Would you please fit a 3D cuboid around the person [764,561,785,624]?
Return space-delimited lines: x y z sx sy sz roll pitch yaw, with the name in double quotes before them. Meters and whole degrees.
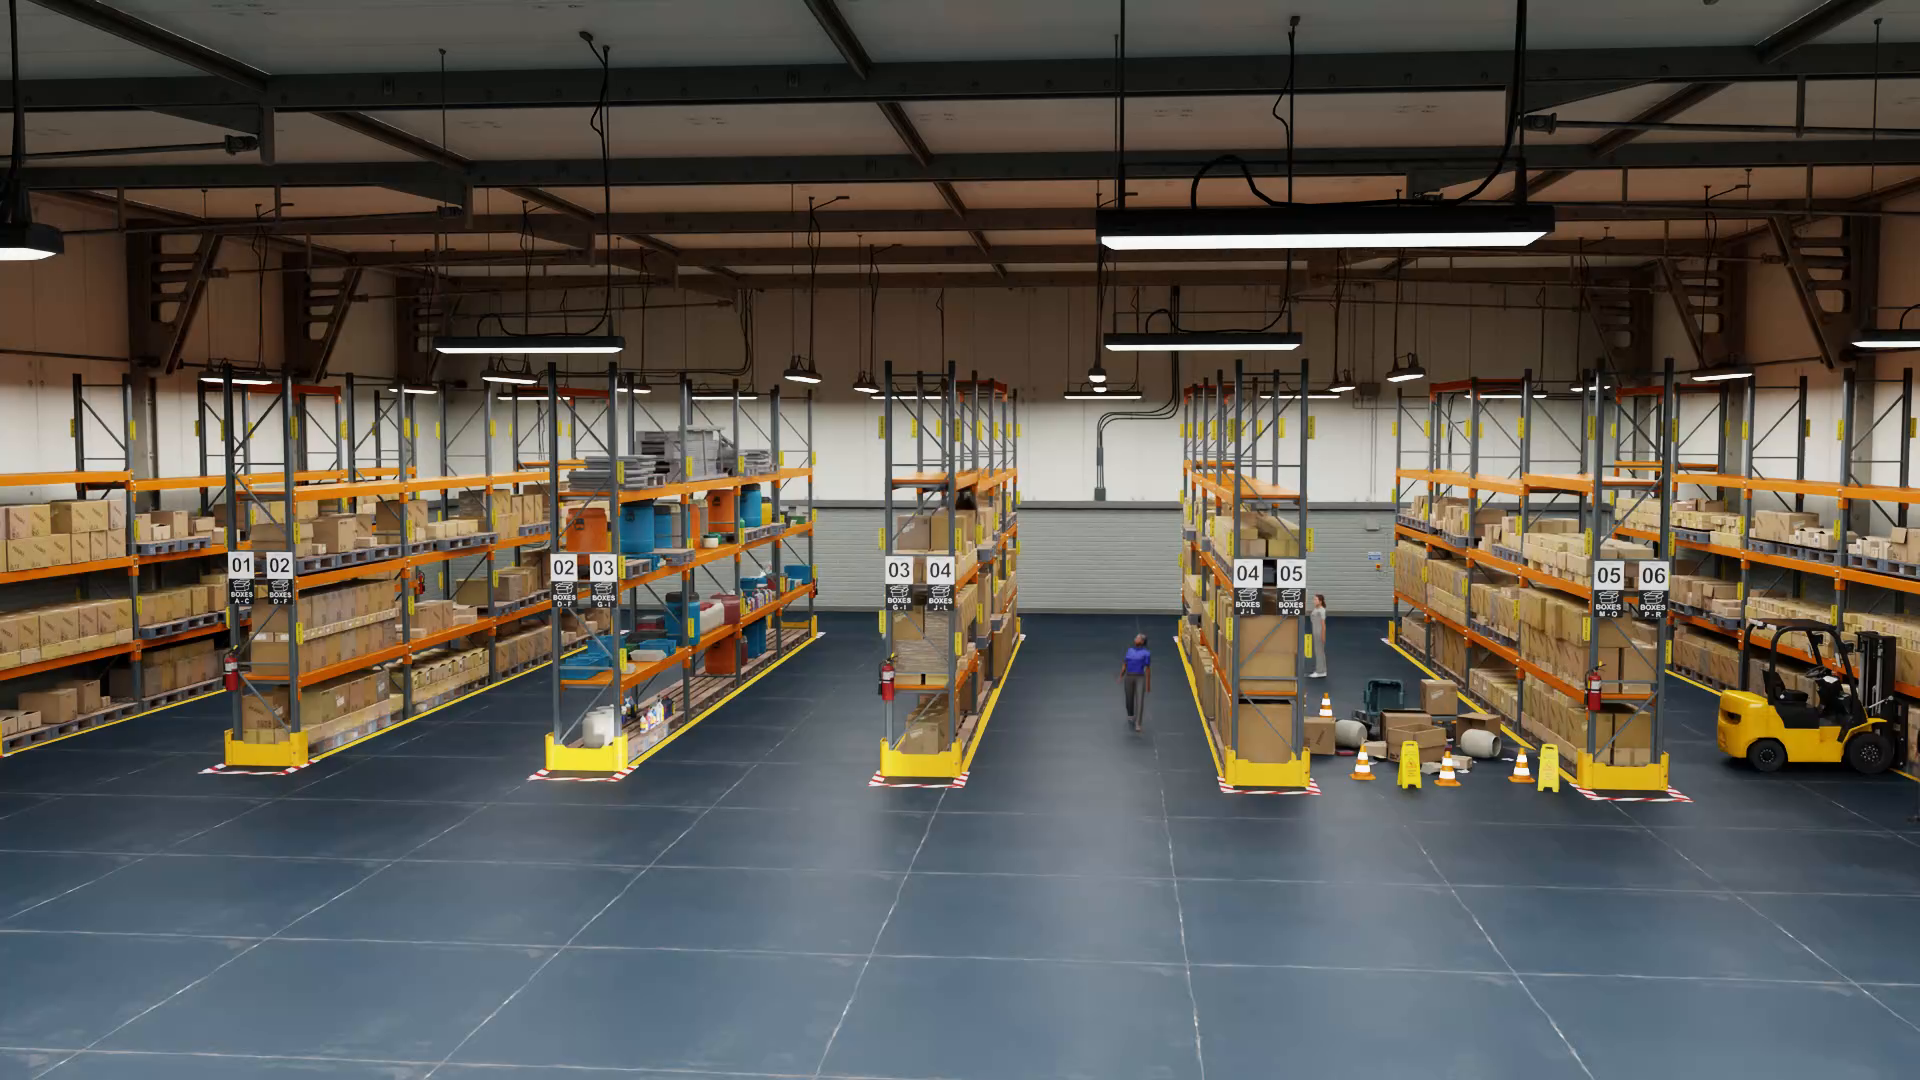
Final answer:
"person" -4.780 1.369 42.689 0.503 1.687 0.515 1 4 15

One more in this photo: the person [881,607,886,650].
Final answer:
"person" -1.369 1.909 34.399 0.545 1.640 0.996 0 4 2

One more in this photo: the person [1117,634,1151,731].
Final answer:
"person" 2.927 2.367 27.967 0.556 1.592 0.928 1 4 10

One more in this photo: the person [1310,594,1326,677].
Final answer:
"person" 7.288 1.940 33.838 0.349 1.675 0.502 1 4 10

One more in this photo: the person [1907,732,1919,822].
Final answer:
"person" 12.360 2.762 21.104 0.437 1.721 0.644 -1 4 -10
